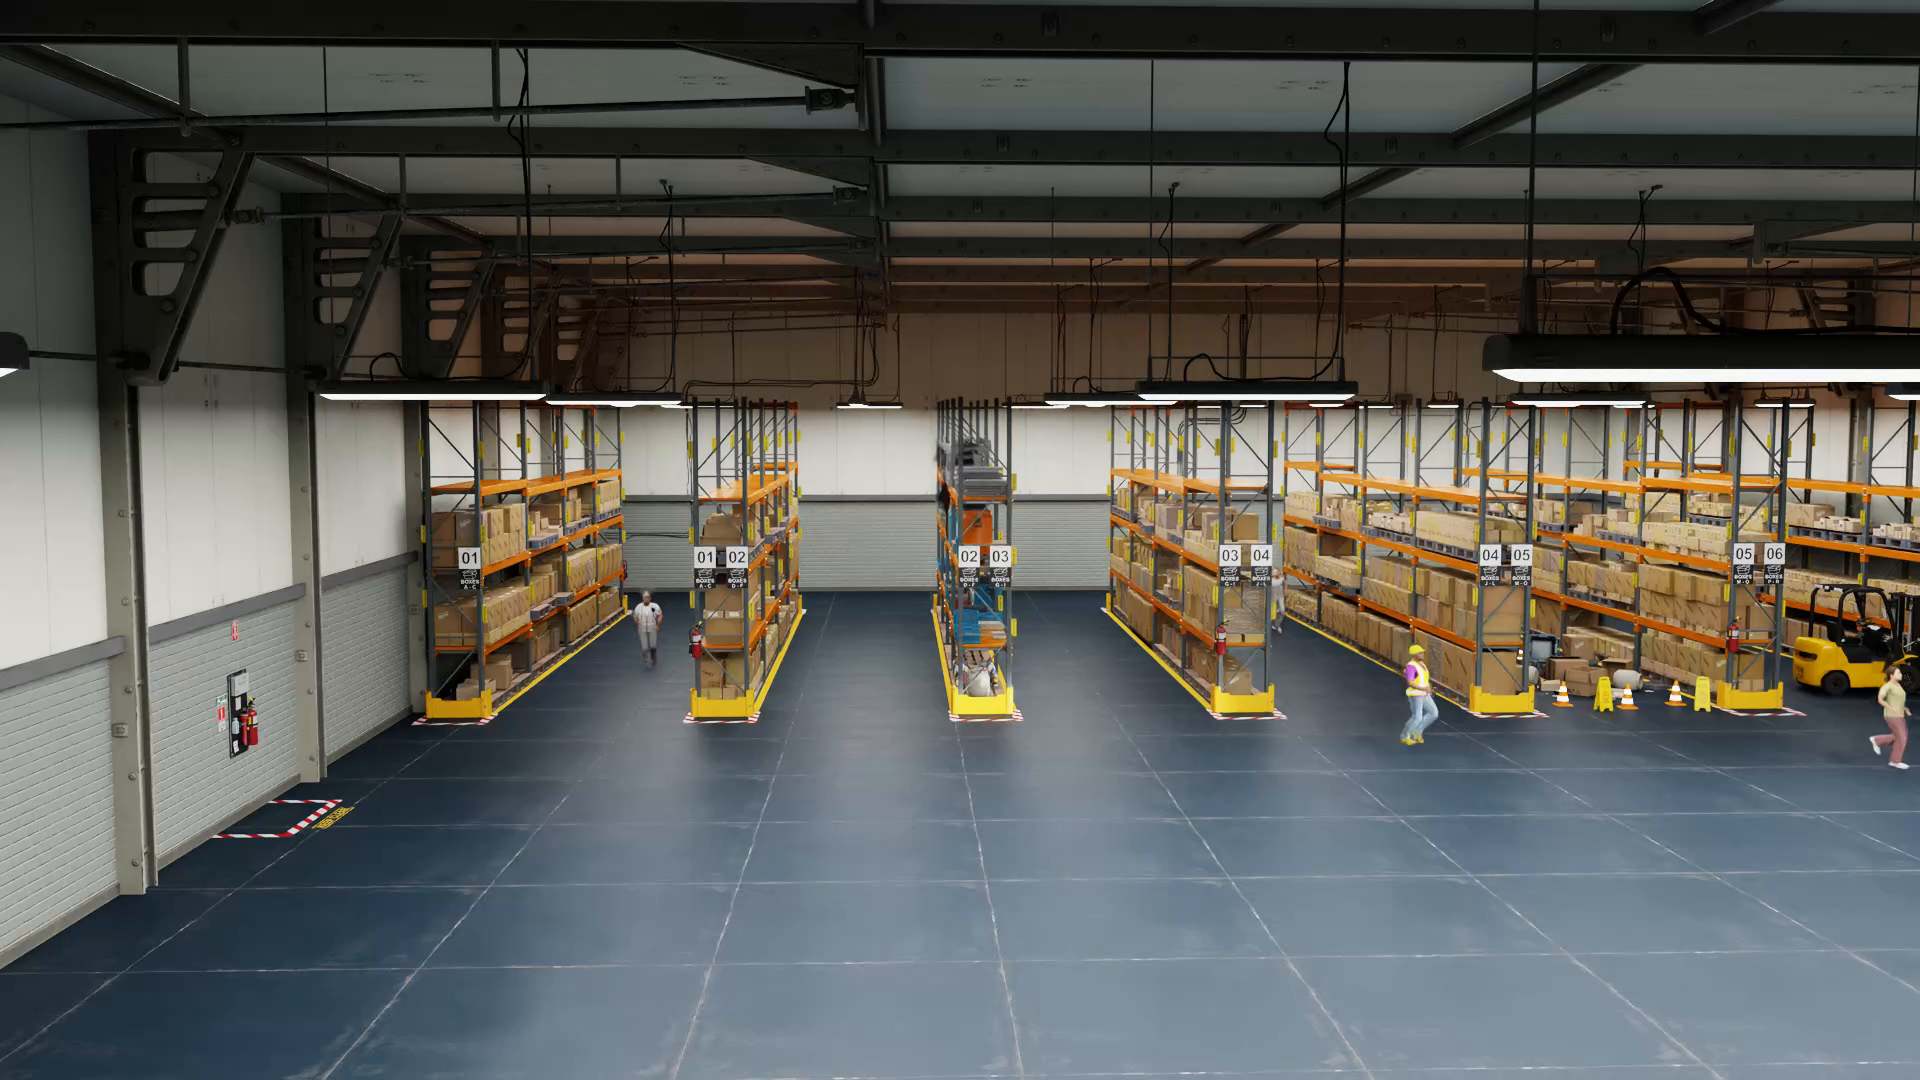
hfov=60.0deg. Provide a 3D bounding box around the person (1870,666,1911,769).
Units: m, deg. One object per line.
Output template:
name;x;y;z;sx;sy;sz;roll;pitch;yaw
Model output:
person;15.022;2.844;26.864;0.580;1.635;0.632;-3;6;-38

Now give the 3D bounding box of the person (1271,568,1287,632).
person;8.264;1.557;43.346;0.569;1.684;0.692;0;4;2

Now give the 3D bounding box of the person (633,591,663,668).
person;-6.930;2.003;36.905;0.638;1.726;0.564;-1;4;-8

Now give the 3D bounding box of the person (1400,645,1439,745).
person;7.871;2.655;28.488;0.639;1.729;0.712;3;6;38
